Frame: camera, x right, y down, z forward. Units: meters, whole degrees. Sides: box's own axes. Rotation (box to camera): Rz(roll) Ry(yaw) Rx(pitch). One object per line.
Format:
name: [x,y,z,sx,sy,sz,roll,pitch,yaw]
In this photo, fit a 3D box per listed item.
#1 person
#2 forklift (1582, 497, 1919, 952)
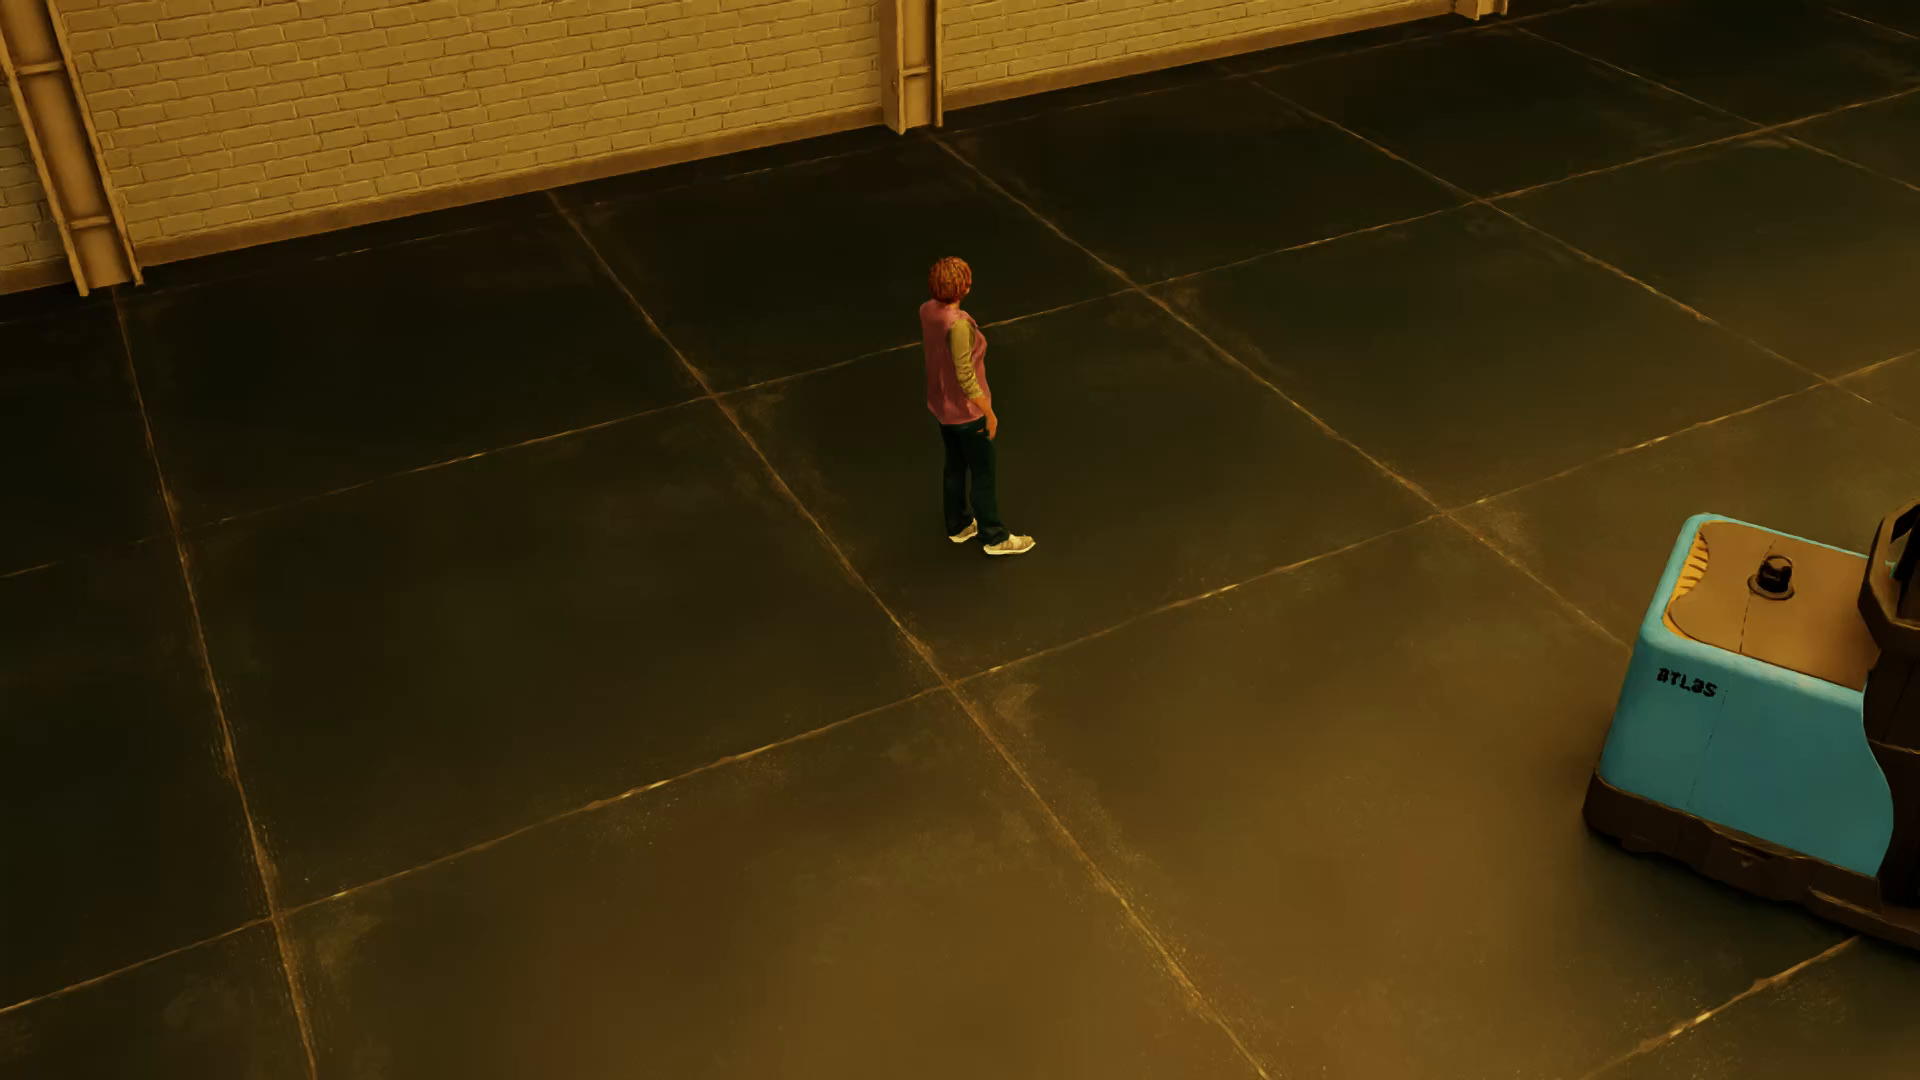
person: [0.072,-0.671,8.216,0.474,1.597,0.520,-17,39,-23]
forklift: [4.121,0.219,5.813,3.031,2.935,1.130,19,39,25]
